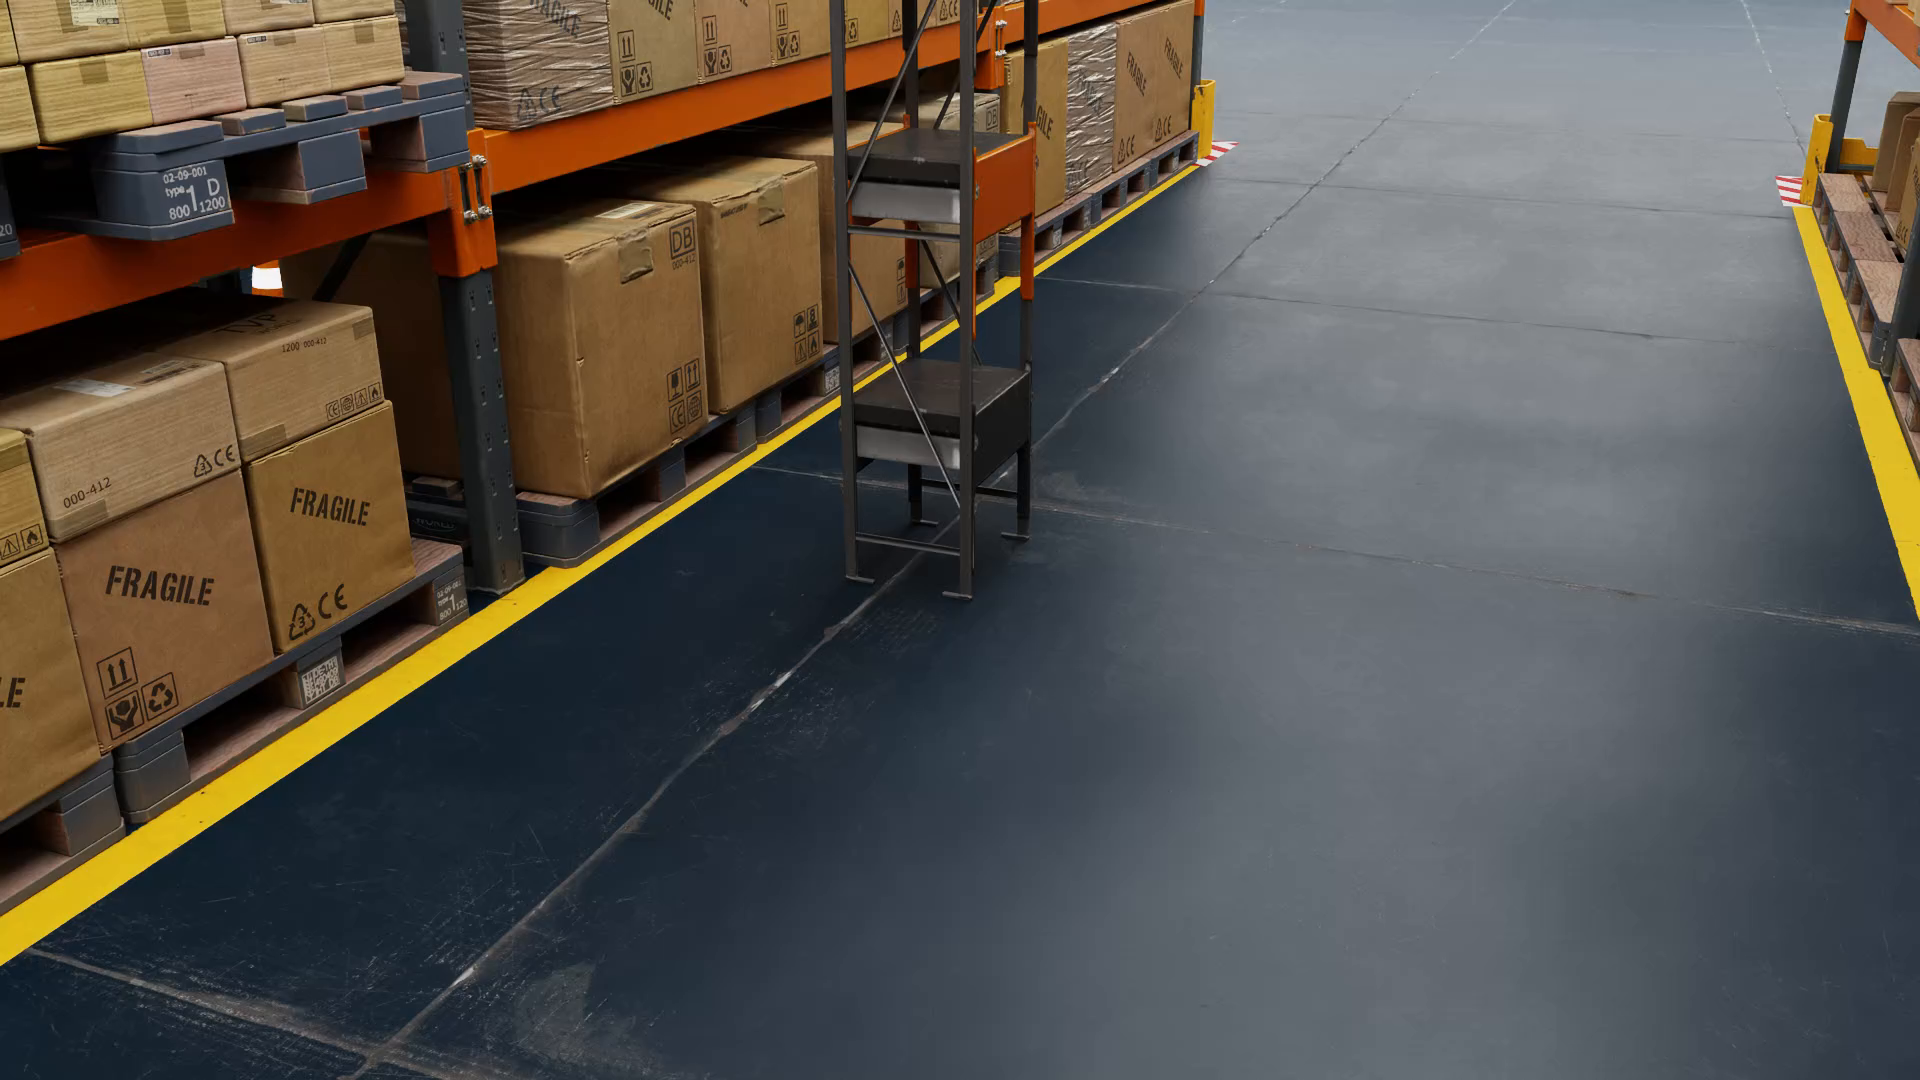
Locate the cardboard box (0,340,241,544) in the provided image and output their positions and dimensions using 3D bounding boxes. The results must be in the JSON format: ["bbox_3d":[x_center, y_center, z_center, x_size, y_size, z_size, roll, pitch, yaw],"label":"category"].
[{"bbox_3d":[-1.966,-0.230,3.633,0.500,0.250,0.500,9,24,21],"label":"cardboard box"}]

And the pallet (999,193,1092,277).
[{"bbox_3d":[0.063,-1.713,9.078,1.003,0.211,1.213,9,24,20],"label":"pallet"}]

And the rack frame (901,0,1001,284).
[{"bbox_3d":[-0.292,-2.739,7.916,1.000,3.000,0.127,9,24,20],"label":"rack frame"}]

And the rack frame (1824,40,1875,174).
[{"bbox_3d":[5.762,-3.424,9.556,1.000,3.000,0.127,9,24,20],"label":"rack frame"}]

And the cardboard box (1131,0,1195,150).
[{"bbox_3d":[1.004,-3.132,11.068,0.875,0.875,0.875,9,24,20],"label":"cardboard box"}]

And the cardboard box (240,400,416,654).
[{"bbox_3d":[-1.779,-0.075,4.237,0.500,0.500,0.500,9,24,20],"label":"cardboard box"}]

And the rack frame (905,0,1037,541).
[{"bbox_3d":[0.029,-0.997,4.913,0.400,2.100,0.015,9,24,20],"label":"rack frame"}]

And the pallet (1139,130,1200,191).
[{"bbox_3d":[0.970,-2.587,11.169,1.003,0.211,1.213,9,24,20],"label":"pallet"}]

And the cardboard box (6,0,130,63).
[{"bbox_3d":[-1.825,-1.001,3.150,0.380,0.149,0.250,9,24,20],"label":"cardboard box"}]

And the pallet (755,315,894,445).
[{"bbox_3d":[-0.960,-0.728,6.718,1.003,0.211,1.213,9,24,20],"label":"pallet"}]

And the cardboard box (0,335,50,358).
[{"bbox_3d":[-2.447,-0.301,3.803,0.500,0.250,0.500,8,24,19],"label":"cardboard box"}]

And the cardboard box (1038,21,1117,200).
[{"bbox_3d":[0.338,-2.491,9.533,0.875,0.875,0.875,9,24,20],"label":"cardboard box"}]

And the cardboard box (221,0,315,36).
[{"bbox_3d":[-1.636,-1.185,3.591,0.380,0.149,0.250,10,25,22],"label":"cardboard box"}]

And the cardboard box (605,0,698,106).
[{"bbox_3d":[-1.174,-1.658,5.199,0.500,0.500,0.500,9,24,20],"label":"cardboard box"}]

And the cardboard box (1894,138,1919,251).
[{"bbox_3d":[4.825,-1.610,7.911,0.500,0.500,0.500,7,24,15],"label":"cardboard box"}]

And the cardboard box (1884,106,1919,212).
[{"bbox_3d":[5.324,-2.025,8.904,0.500,0.500,0.500,16,28,34],"label":"cardboard box"}]

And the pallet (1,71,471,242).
[{"bbox_3d":[-1.943,-0.949,3.879,1.213,0.211,1.003,9,24,20],"label":"pallet"}]

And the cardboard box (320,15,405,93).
[{"bbox_3d":[-1.534,-1.143,3.876,0.380,0.149,0.250,9,24,21],"label":"cardboard box"}]

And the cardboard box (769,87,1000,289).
[{"bbox_3d":[-0.439,-1.660,7.706,1.050,0.750,0.750,9,24,20],"label":"cardboard box"}]

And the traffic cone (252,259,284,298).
[{"bbox_3d":[-3.265,-1.350,7.882,0.336,0.463,0.334,9,24,20],"label":"traffic cone"}]

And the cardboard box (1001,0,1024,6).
[{"bbox_3d":[-0.166,-2.942,8.207,0.875,0.550,0.550,9,24,20],"label":"cardboard box"}]

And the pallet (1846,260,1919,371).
[{"bbox_3d":[4.492,-0.952,7.254,1.003,0.211,1.213,9,24,20],"label":"pallet"}]

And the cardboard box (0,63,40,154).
[{"bbox_3d":[-1.917,-0.777,3.000,0.380,0.149,0.250,8,24,18],"label":"cardboard box"}]

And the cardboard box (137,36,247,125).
[{"bbox_3d":[-1.723,-0.963,3.444,0.380,0.149,0.250,9,24,21],"label":"cardboard box"}]

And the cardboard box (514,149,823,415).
[{"bbox_3d":[-1.146,-0.982,6.083,1.050,0.750,0.750,9,24,21],"label":"cardboard box"}]

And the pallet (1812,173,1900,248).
[{"bbox_3d":[5.399,-1.825,9.345,1.003,0.211,1.213,9,24,20],"label":"pallet"}]

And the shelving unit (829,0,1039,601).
[{"bbox_3d":[-0.061,-0.910,4.703,0.431,2.100,0.503,9,24,20],"label":"shelving unit"}]

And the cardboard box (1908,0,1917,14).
[{"bbox_3d":[4.654,-2.531,7.743,0.380,0.149,0.250,9,24,20],"label":"cardboard box"}]

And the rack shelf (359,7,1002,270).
[{"bbox_3d":[-1.035,-1.692,6.341,1.077,0.370,4.000,9,24,20],"label":"rack shelf"}]

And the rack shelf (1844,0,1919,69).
[{"bbox_3d":[5.019,-2.377,7.982,1.077,0.370,4.000,9,24,20],"label":"rack shelf"}]

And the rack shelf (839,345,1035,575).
[{"bbox_3d":[-0.061,-0.251,4.979,0.431,0.518,0.480,9,24,20],"label":"rack shelf"}]

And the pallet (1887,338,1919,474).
[{"bbox_3d":[3.988,-0.427,5.999,1.003,0.211,1.213,9,24,20],"label":"pallet"}]

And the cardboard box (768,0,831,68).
[{"bbox_3d":[-0.799,-2.017,6.057,0.500,0.500,0.500,9,24,19],"label":"cardboard box"}]

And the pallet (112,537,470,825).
[{"bbox_3d":[-2.069,0.258,4.358,1.003,0.211,1.213,9,24,20],"label":"pallet"}]

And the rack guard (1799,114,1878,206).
[{"bbox_3d":[5.733,-2.244,9.973,1.175,0.500,0.348,9,24,20],"label":"rack guard"}]

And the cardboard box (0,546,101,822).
[{"bbox_3d":[-2.157,0.302,3.334,0.500,0.500,0.500,8,24,18],"label":"cardboard box"}]

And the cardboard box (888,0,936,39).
[{"bbox_3d":[-0.425,-2.380,6.925,0.500,0.500,0.500,9,24,19],"label":"cardboard box"}]
